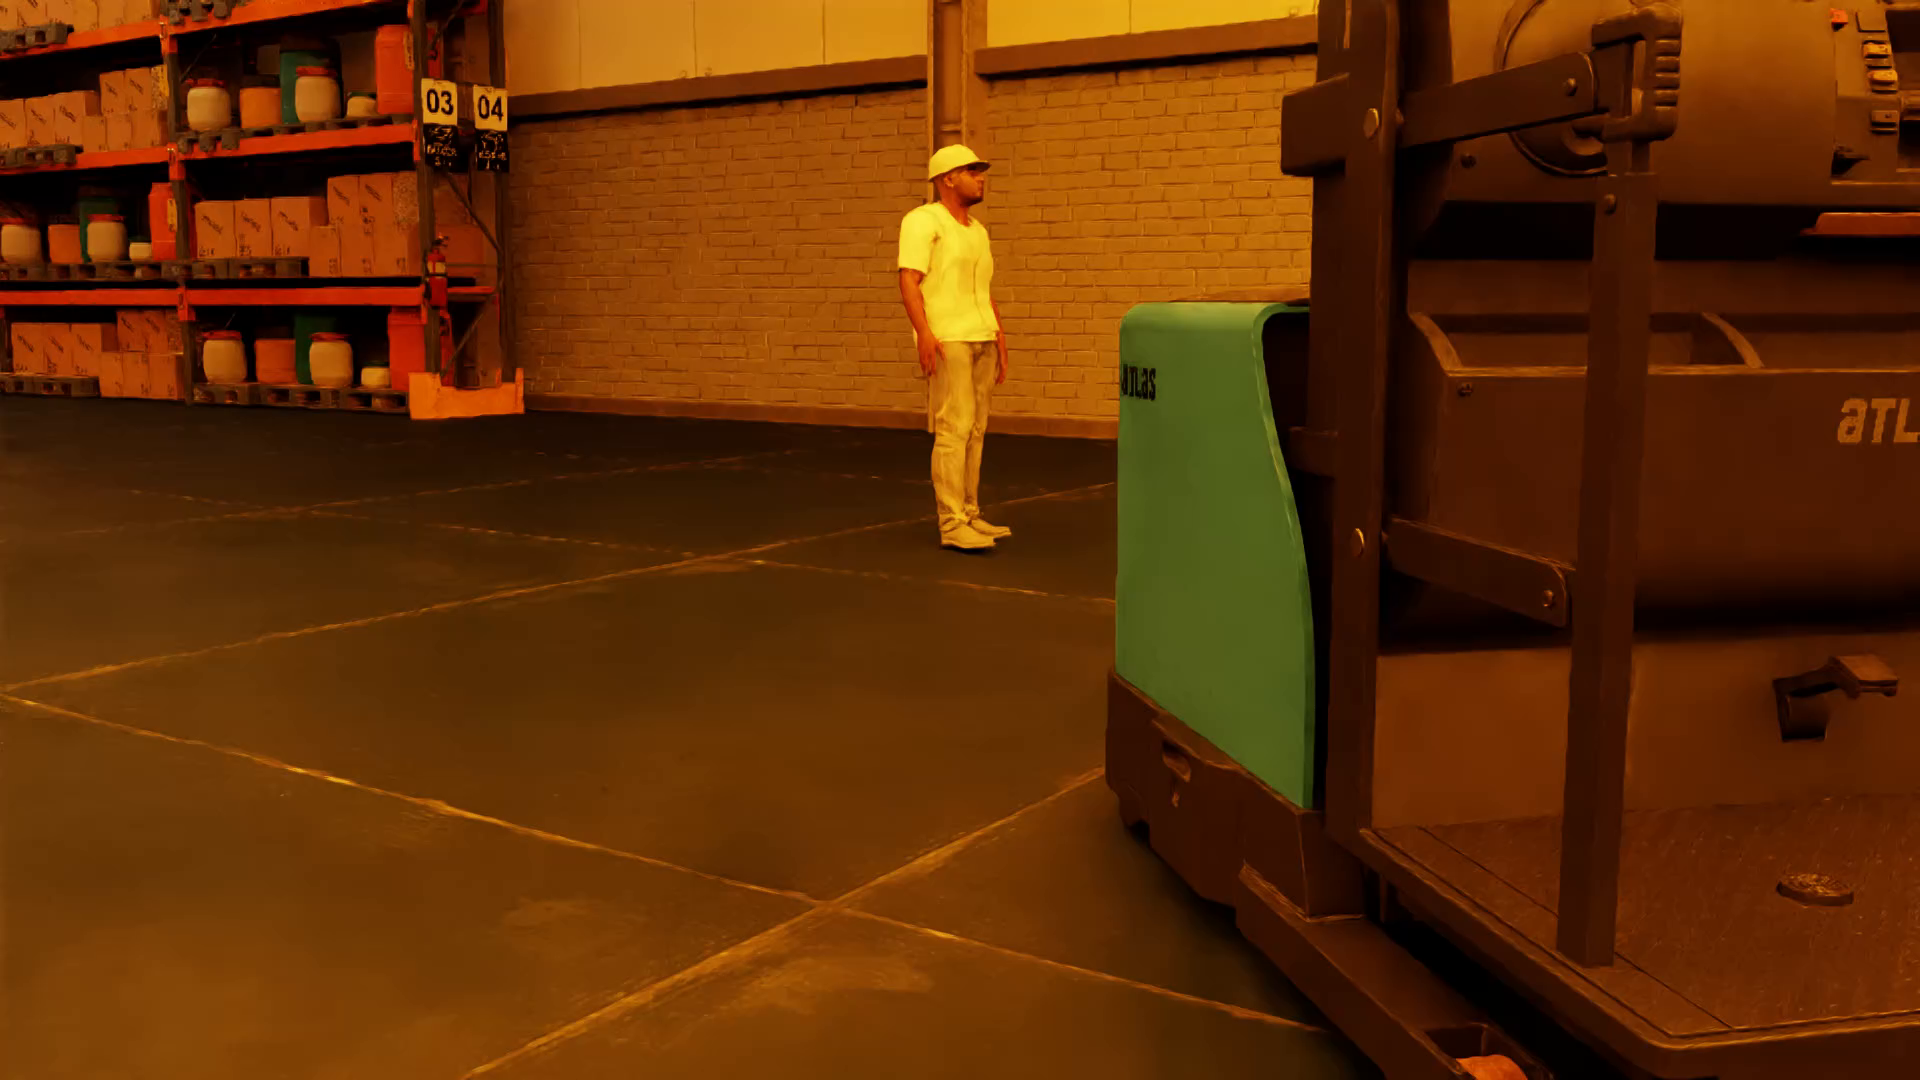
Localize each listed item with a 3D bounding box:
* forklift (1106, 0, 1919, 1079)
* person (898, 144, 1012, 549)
[{"bbox_3d":[1.112,-0.687,2.022,1.130,2.935,3.031,-2,8,-12],"label":"forklift"},{"bbox_3d":[0.055,-0.875,7.435,0.576,1.766,0.665,5,10,34],"label":"person"}]
